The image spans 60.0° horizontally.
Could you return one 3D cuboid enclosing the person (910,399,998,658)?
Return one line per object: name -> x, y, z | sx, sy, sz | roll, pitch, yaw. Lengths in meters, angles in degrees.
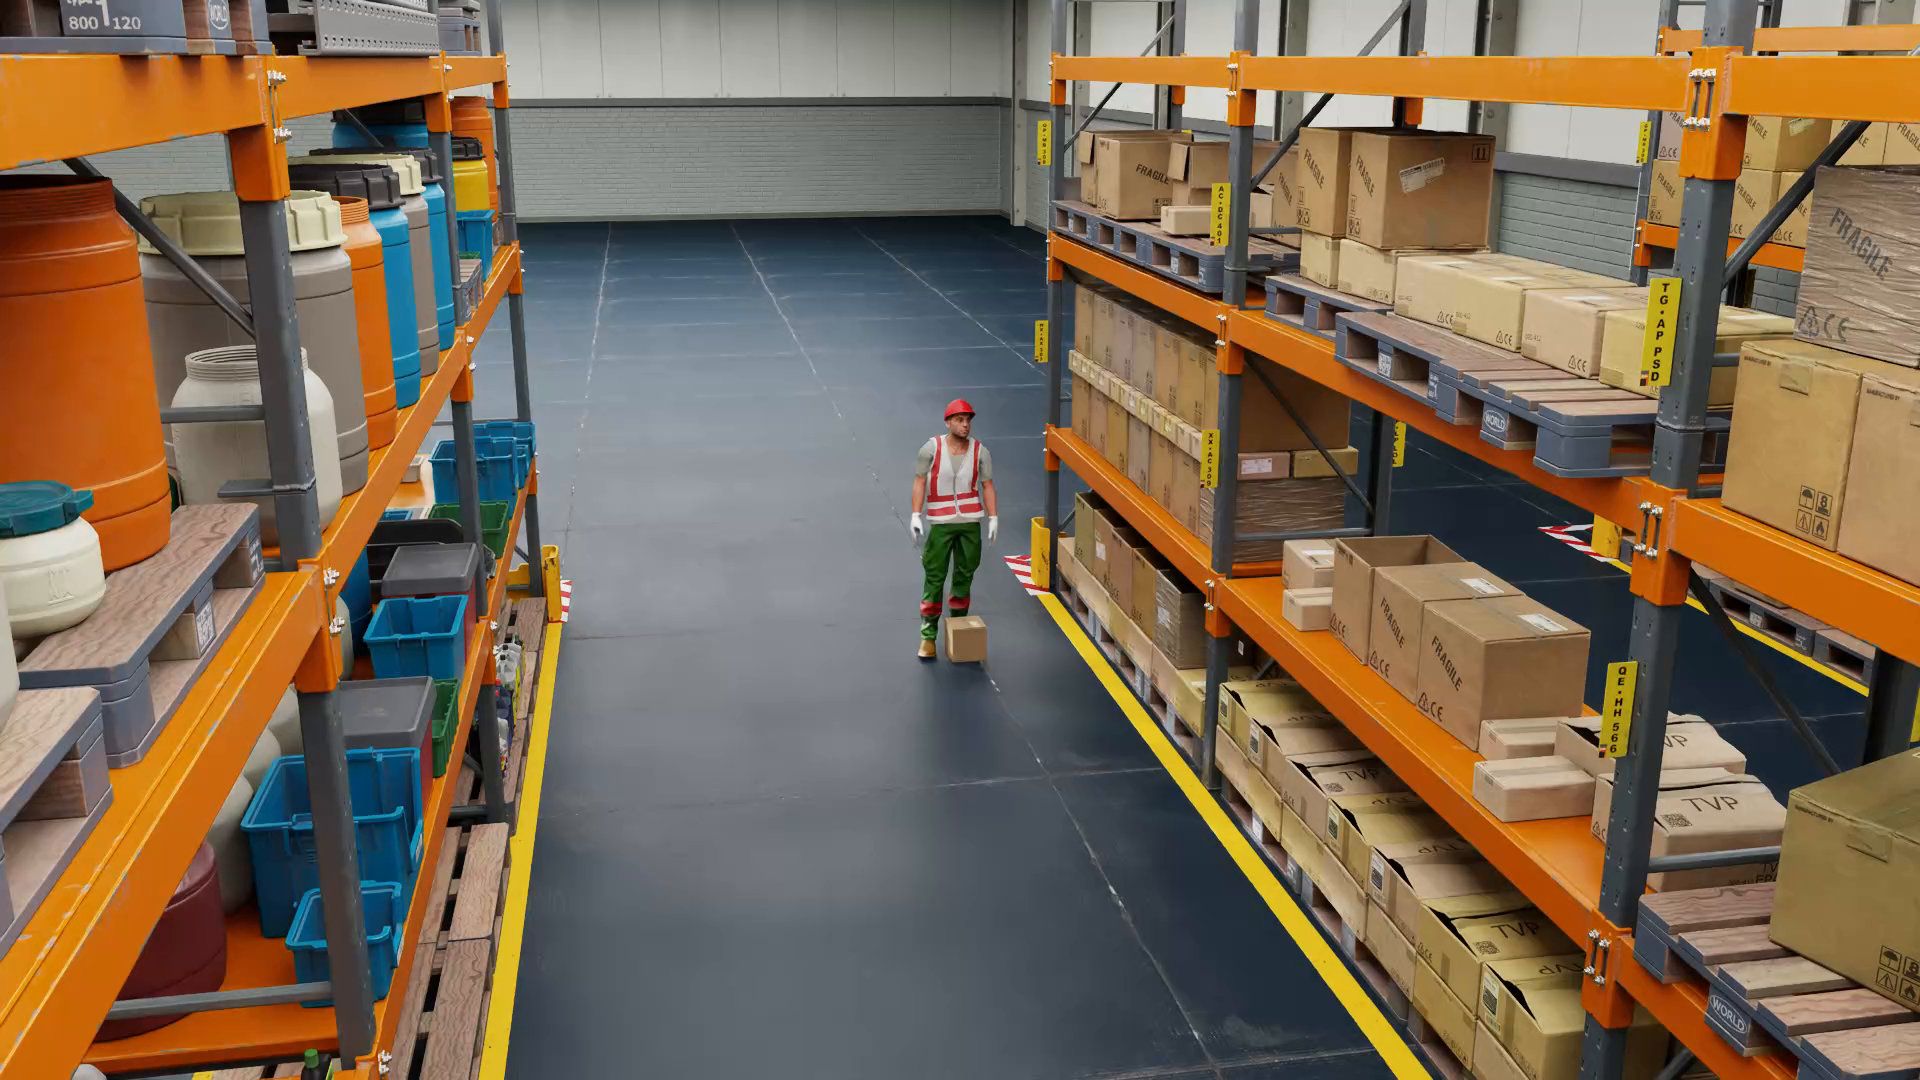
person -> -0.030, -0.093, 11.779 | 0.638, 1.787, 0.565 | -3, 16, -11
